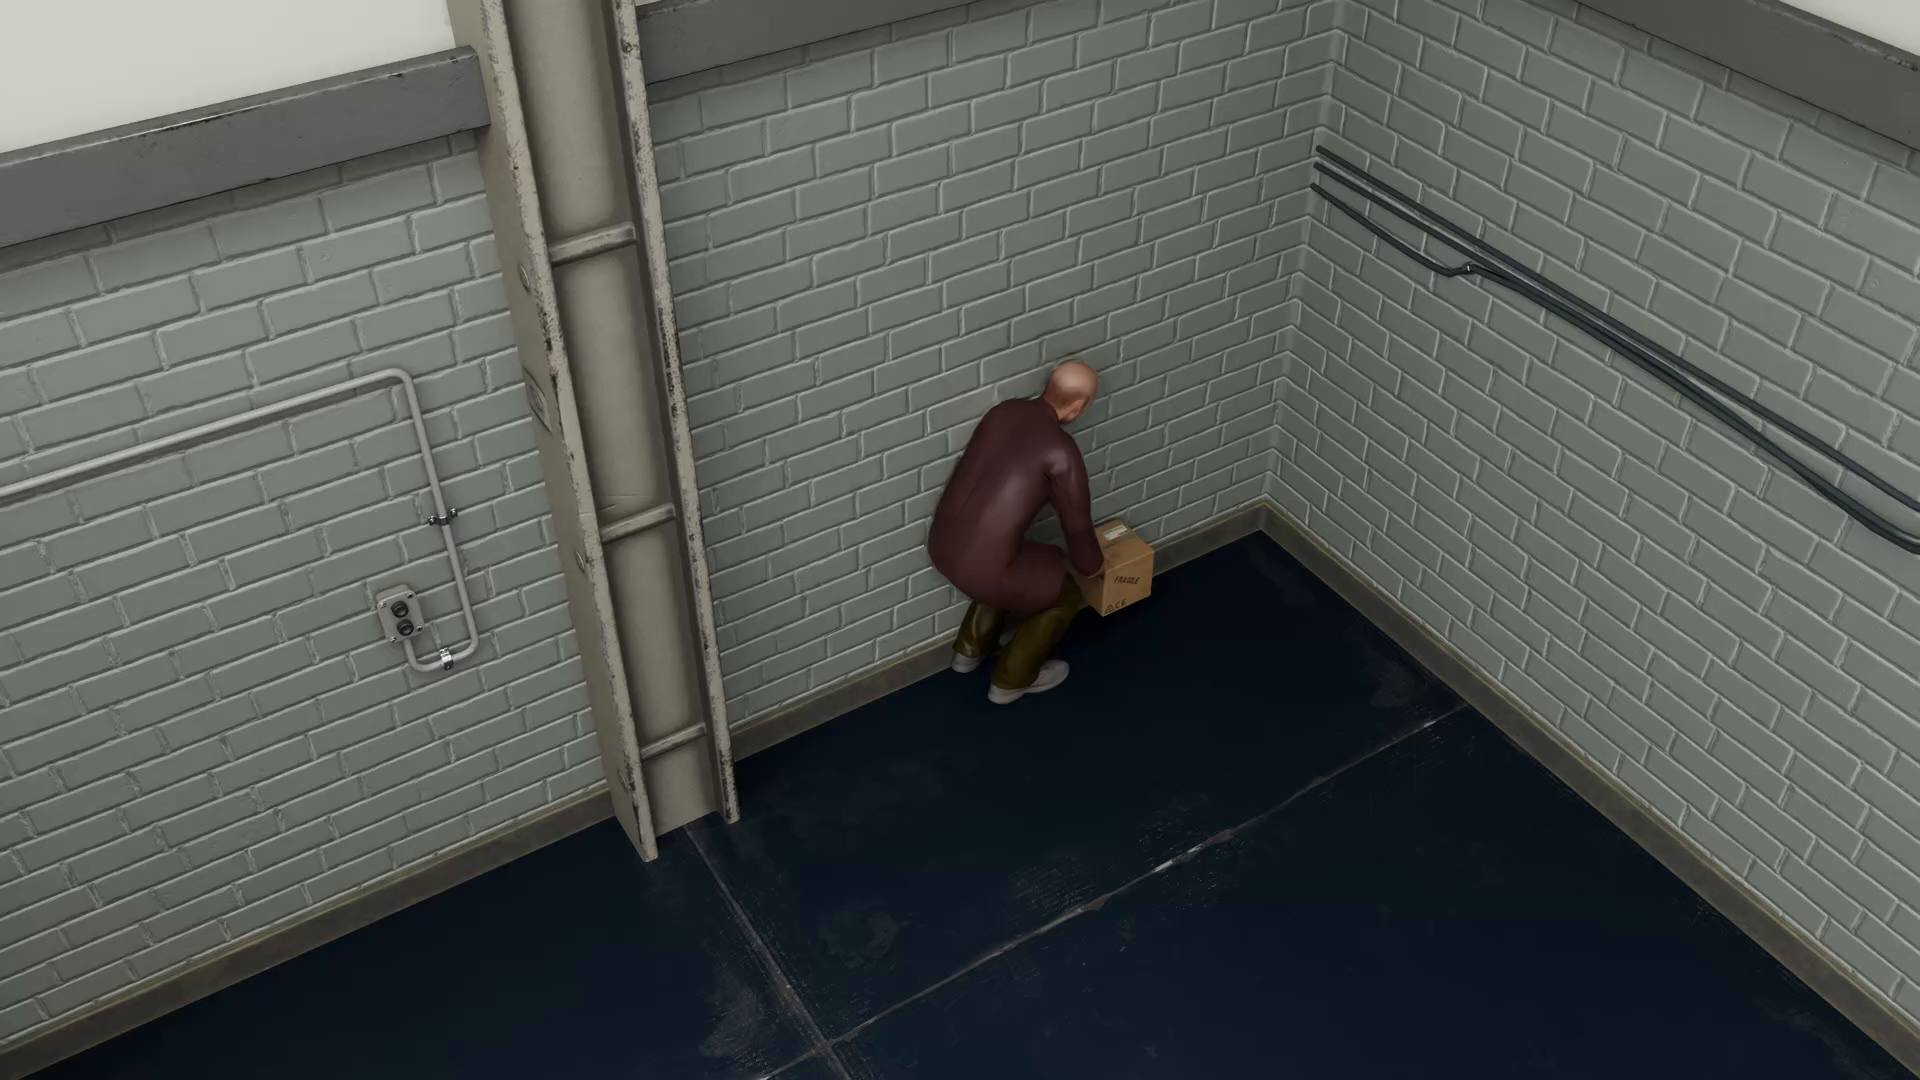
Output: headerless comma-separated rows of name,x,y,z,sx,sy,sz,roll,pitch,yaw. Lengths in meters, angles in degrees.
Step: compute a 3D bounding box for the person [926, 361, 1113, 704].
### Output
person,0.205,-0.019,6.500,0.735,1.382,0.631,-22,45,-24
